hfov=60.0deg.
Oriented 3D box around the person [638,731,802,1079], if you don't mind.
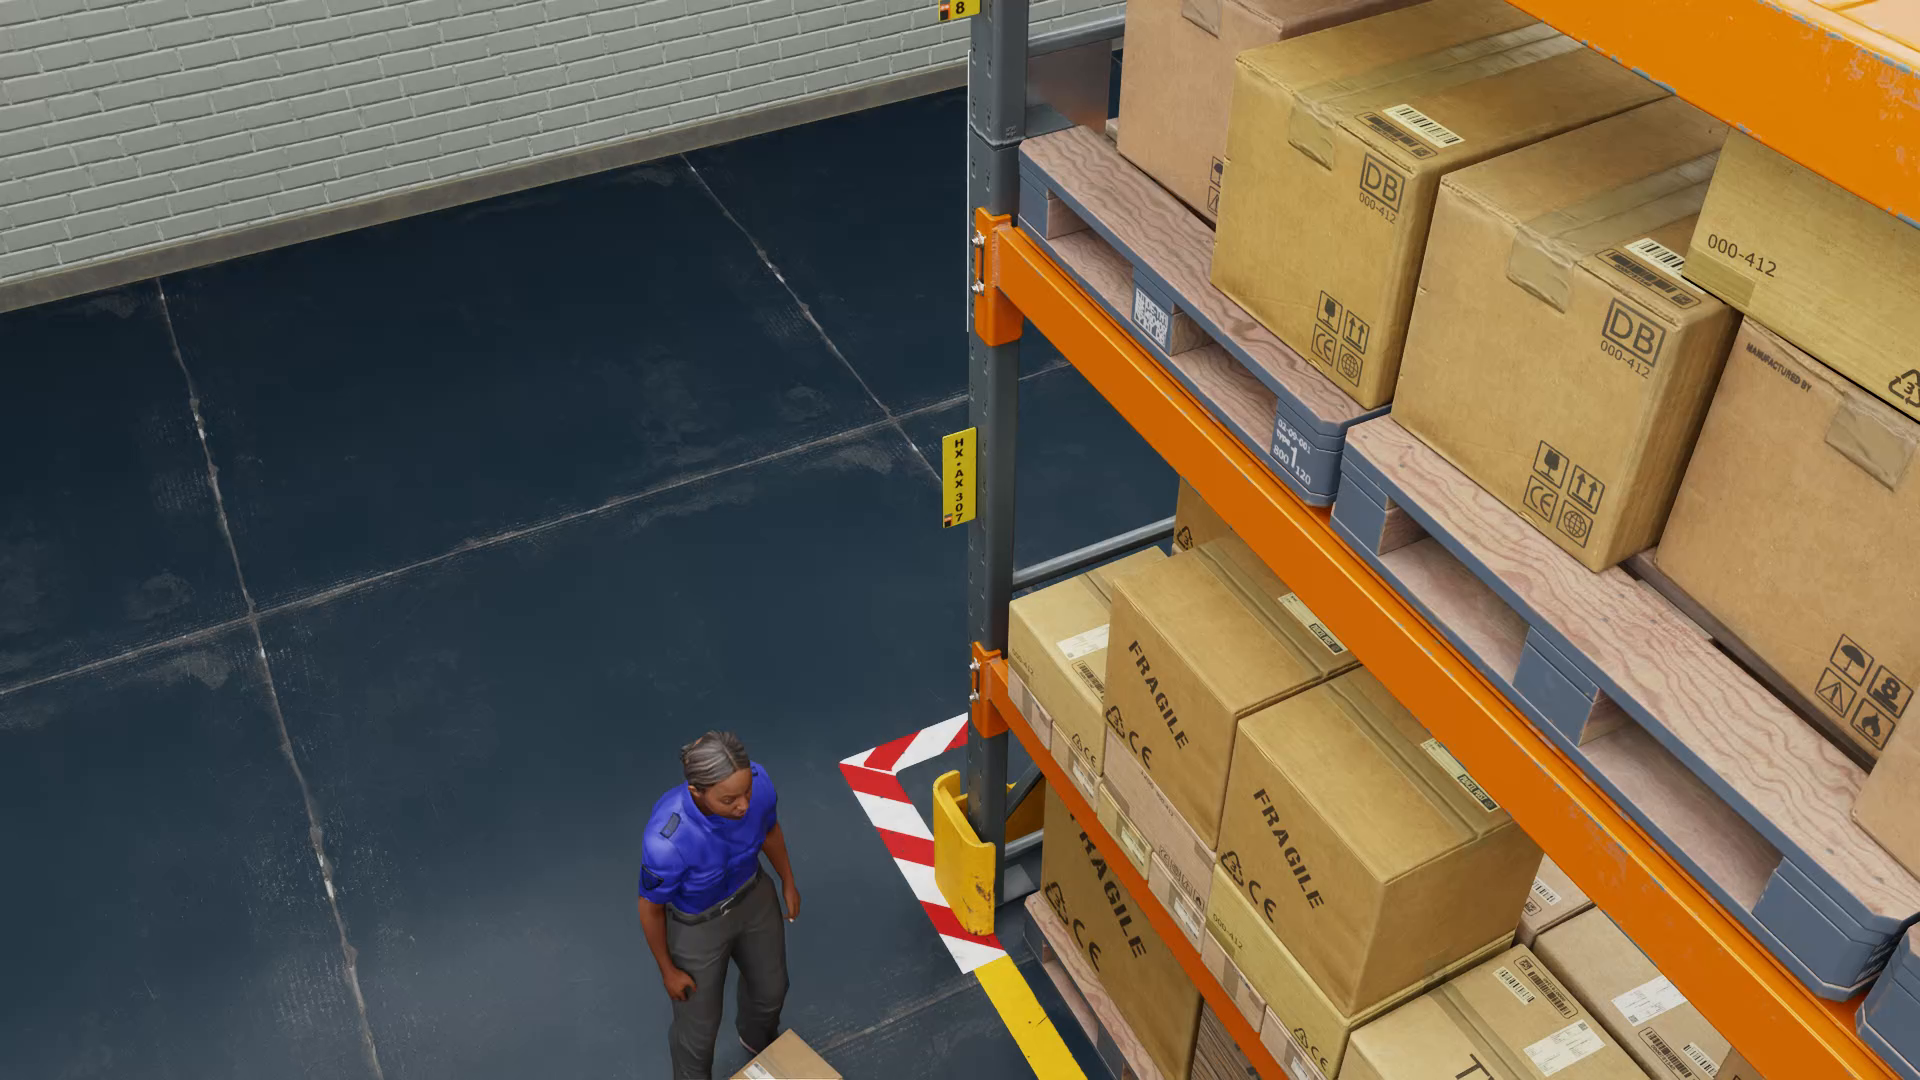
[{"bbox_3d":[-0.702,1.130,4.885,0.531,1.656,0.346,-32,51,-31],"label":"person"}]
